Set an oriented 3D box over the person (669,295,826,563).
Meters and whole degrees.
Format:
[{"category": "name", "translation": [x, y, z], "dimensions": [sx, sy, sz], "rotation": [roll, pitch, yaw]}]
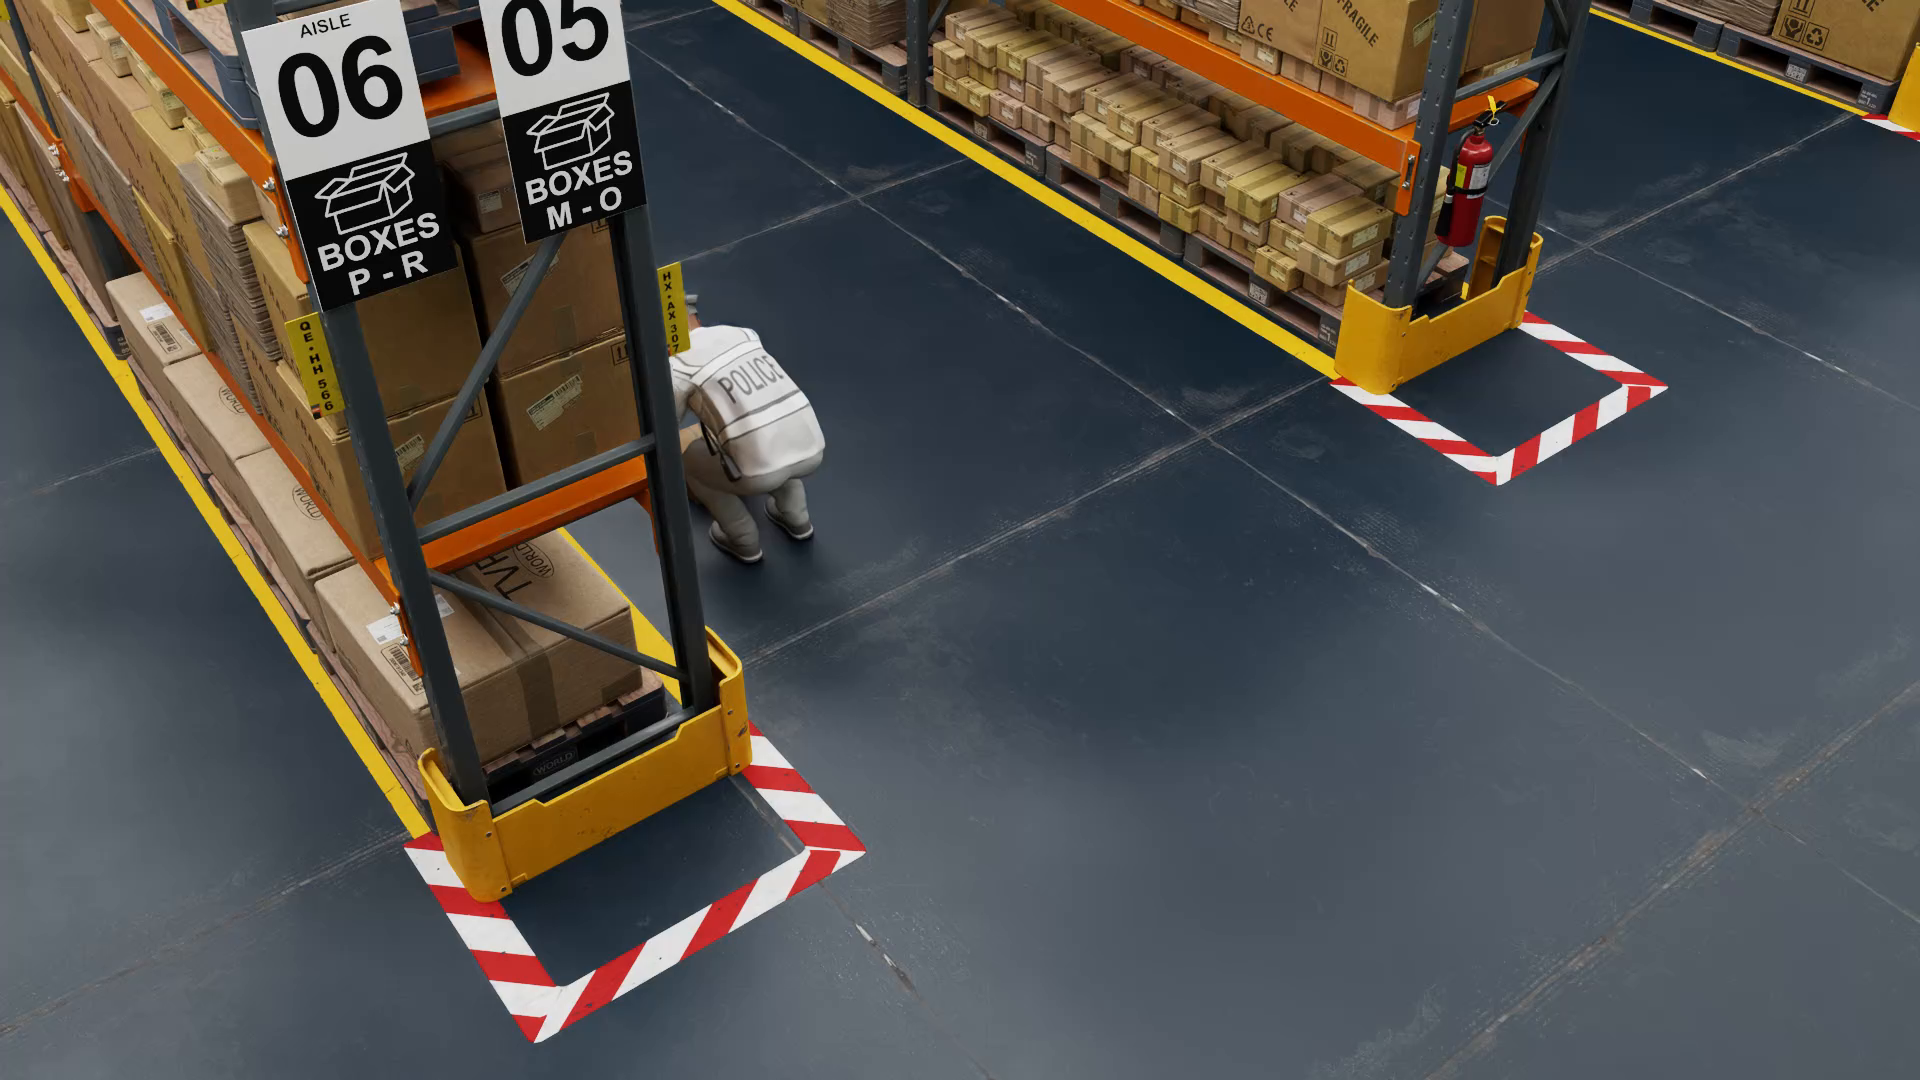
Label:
[{"category": "person", "translation": [-0.999, -0.483, 7.256], "dimensions": [0.571, 1.075, 0.934], "rotation": [-27, 47, -28]}]
